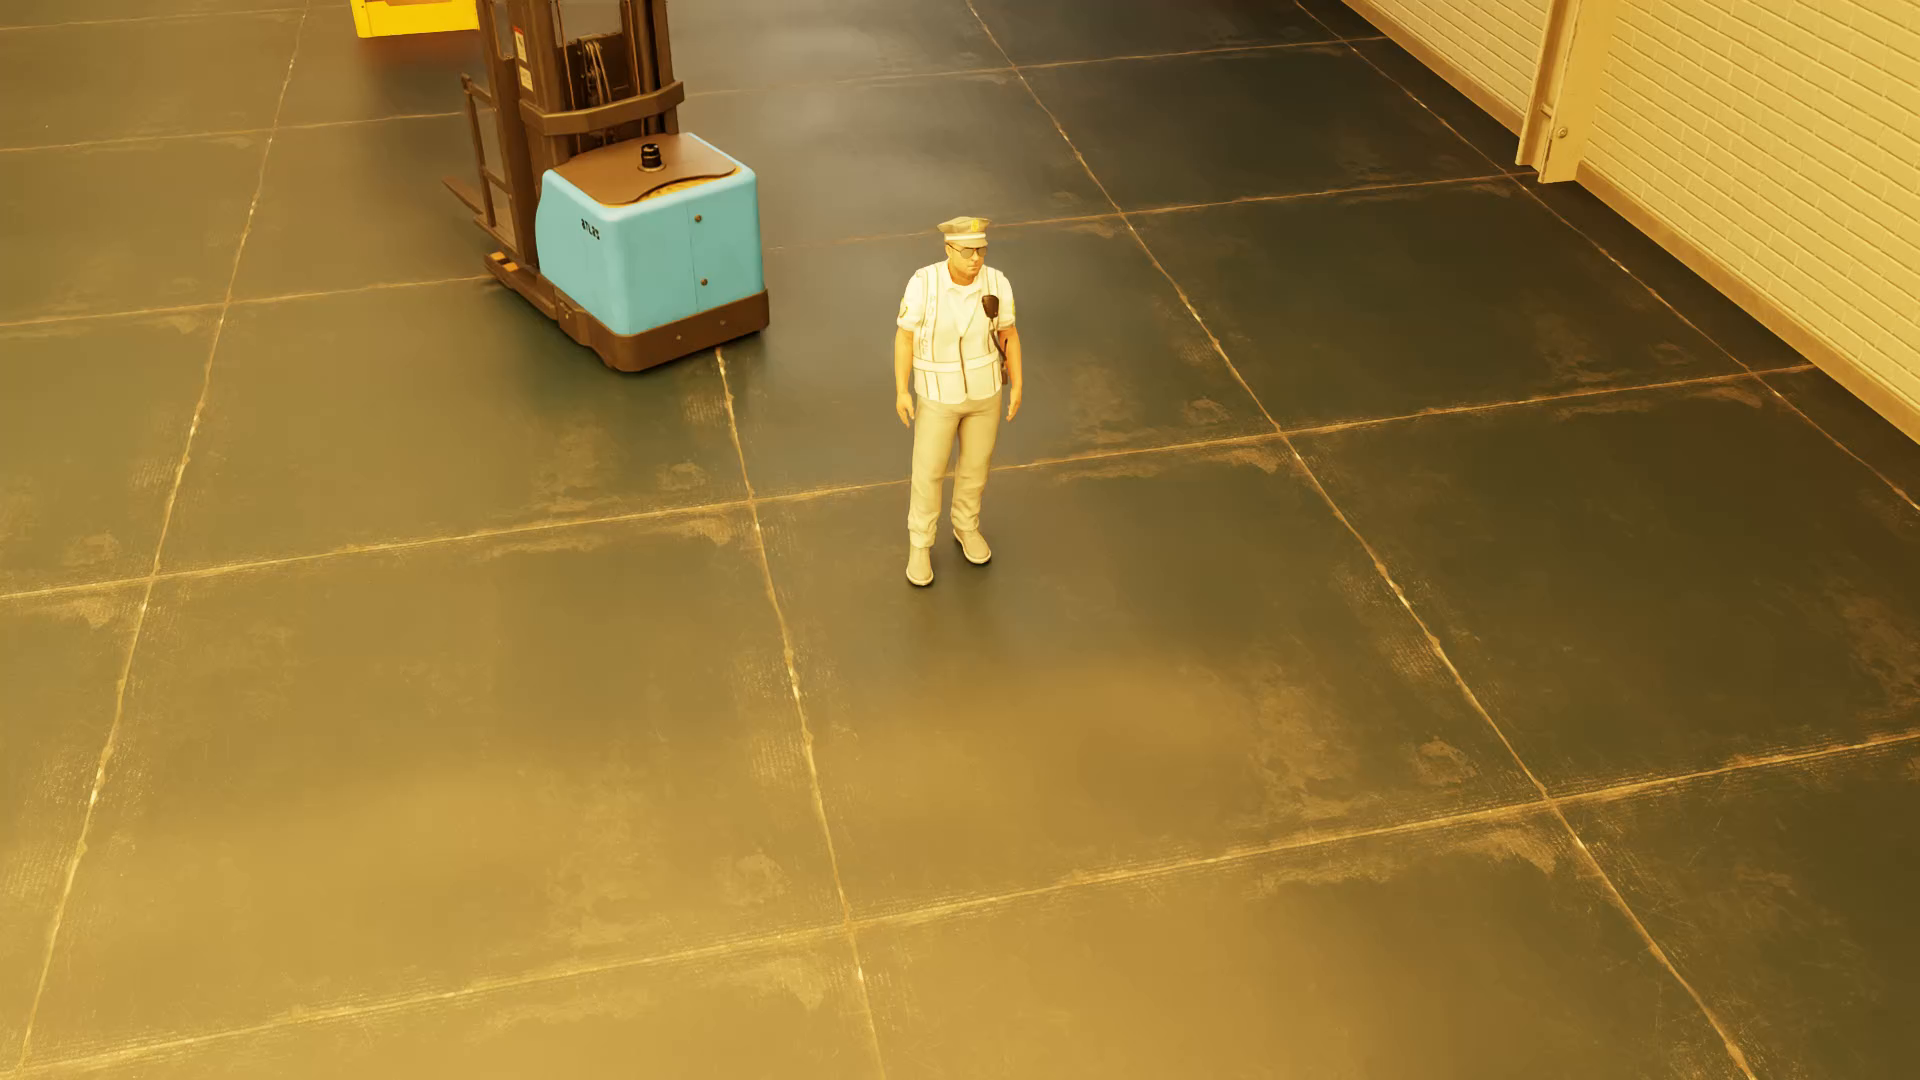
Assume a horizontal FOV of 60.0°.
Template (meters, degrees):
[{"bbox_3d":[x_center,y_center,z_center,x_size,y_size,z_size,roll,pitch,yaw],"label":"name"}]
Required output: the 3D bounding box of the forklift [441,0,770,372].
[{"bbox_3d":[-2.474,-2.984,10.197,1.130,2.935,3.031,-24,42,-30],"label":"forklift"}]

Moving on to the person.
[{"bbox_3d":[0.006,-0.684,7.970,0.641,1.780,0.574,-8,36,-11],"label":"person"}]
